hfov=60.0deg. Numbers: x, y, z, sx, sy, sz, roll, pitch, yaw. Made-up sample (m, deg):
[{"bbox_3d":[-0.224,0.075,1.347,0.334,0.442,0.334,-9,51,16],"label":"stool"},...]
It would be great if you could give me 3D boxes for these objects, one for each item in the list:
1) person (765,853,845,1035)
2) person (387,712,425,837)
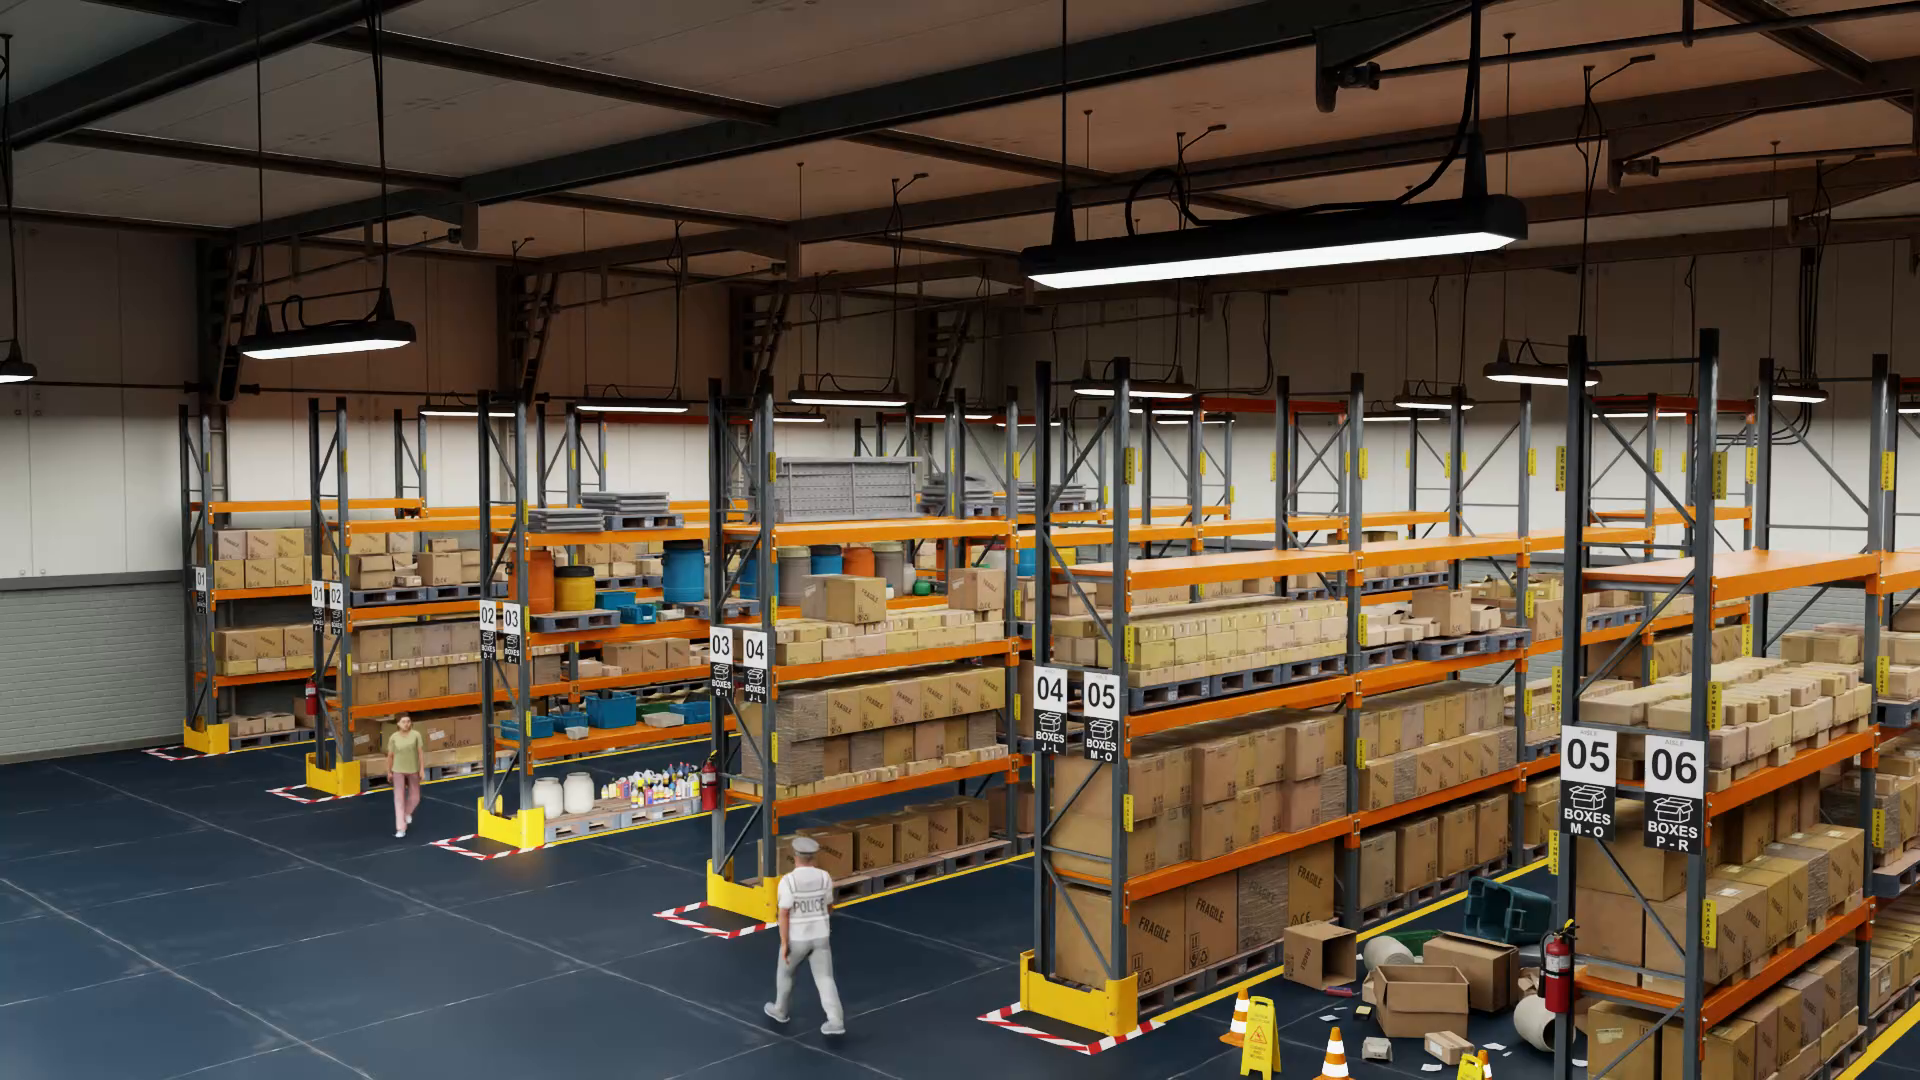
[{"bbox_3d":[-1.391,3.535,14.826,0.549,1.671,1.085,-2,4,-32],"label":"person"},{"bbox_3d":[-7.535,3.148,22.601,0.484,1.635,0.922,-1,3,-24],"label":"person"}]
